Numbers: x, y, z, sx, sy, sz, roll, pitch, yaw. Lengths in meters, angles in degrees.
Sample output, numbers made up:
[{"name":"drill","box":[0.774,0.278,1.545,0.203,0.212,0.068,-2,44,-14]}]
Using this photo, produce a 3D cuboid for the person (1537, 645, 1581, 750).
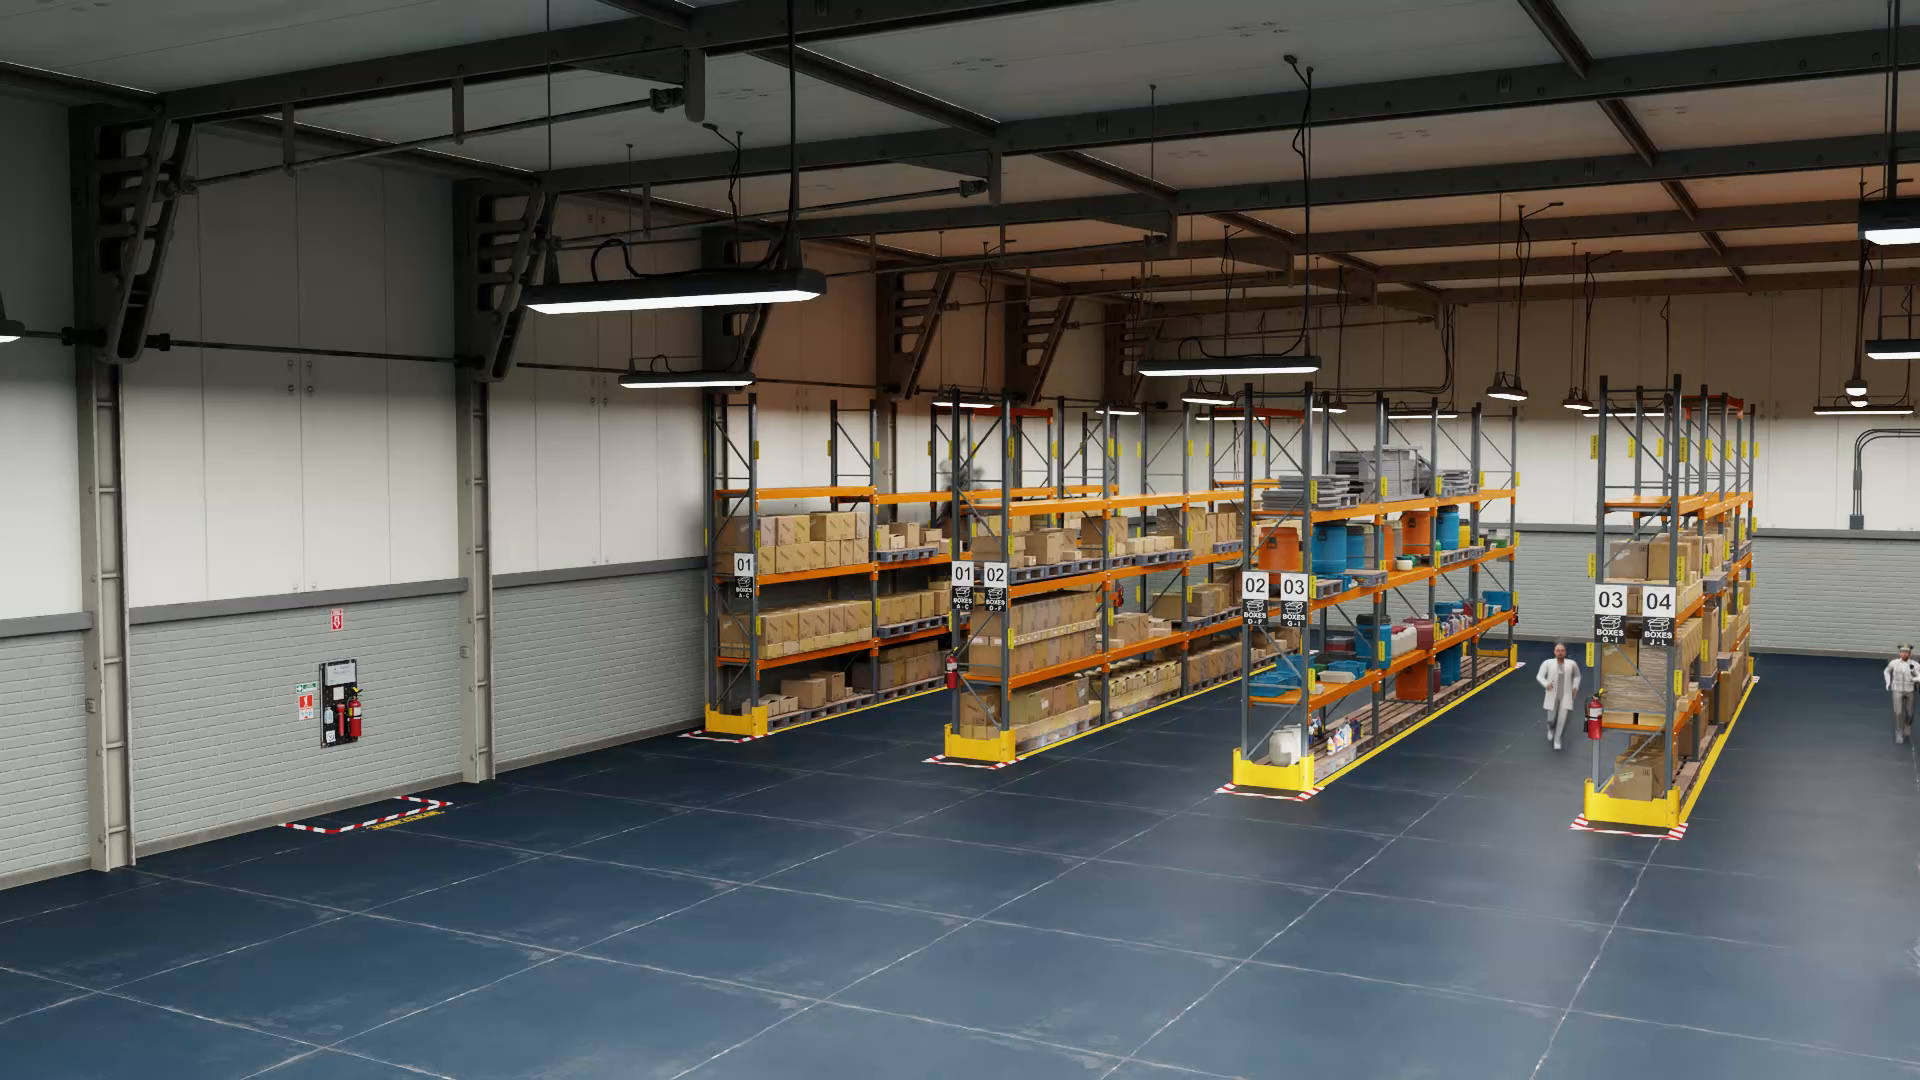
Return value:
[{"name":"person","box":[10.067,2.619,27.944,0.709,1.737,0.757,1,3,16]}]

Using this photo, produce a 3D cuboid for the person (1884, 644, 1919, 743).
[{"name":"person","box":[16.161,2.602,28.491,0.602,1.672,0.893,2,4,29]}]
